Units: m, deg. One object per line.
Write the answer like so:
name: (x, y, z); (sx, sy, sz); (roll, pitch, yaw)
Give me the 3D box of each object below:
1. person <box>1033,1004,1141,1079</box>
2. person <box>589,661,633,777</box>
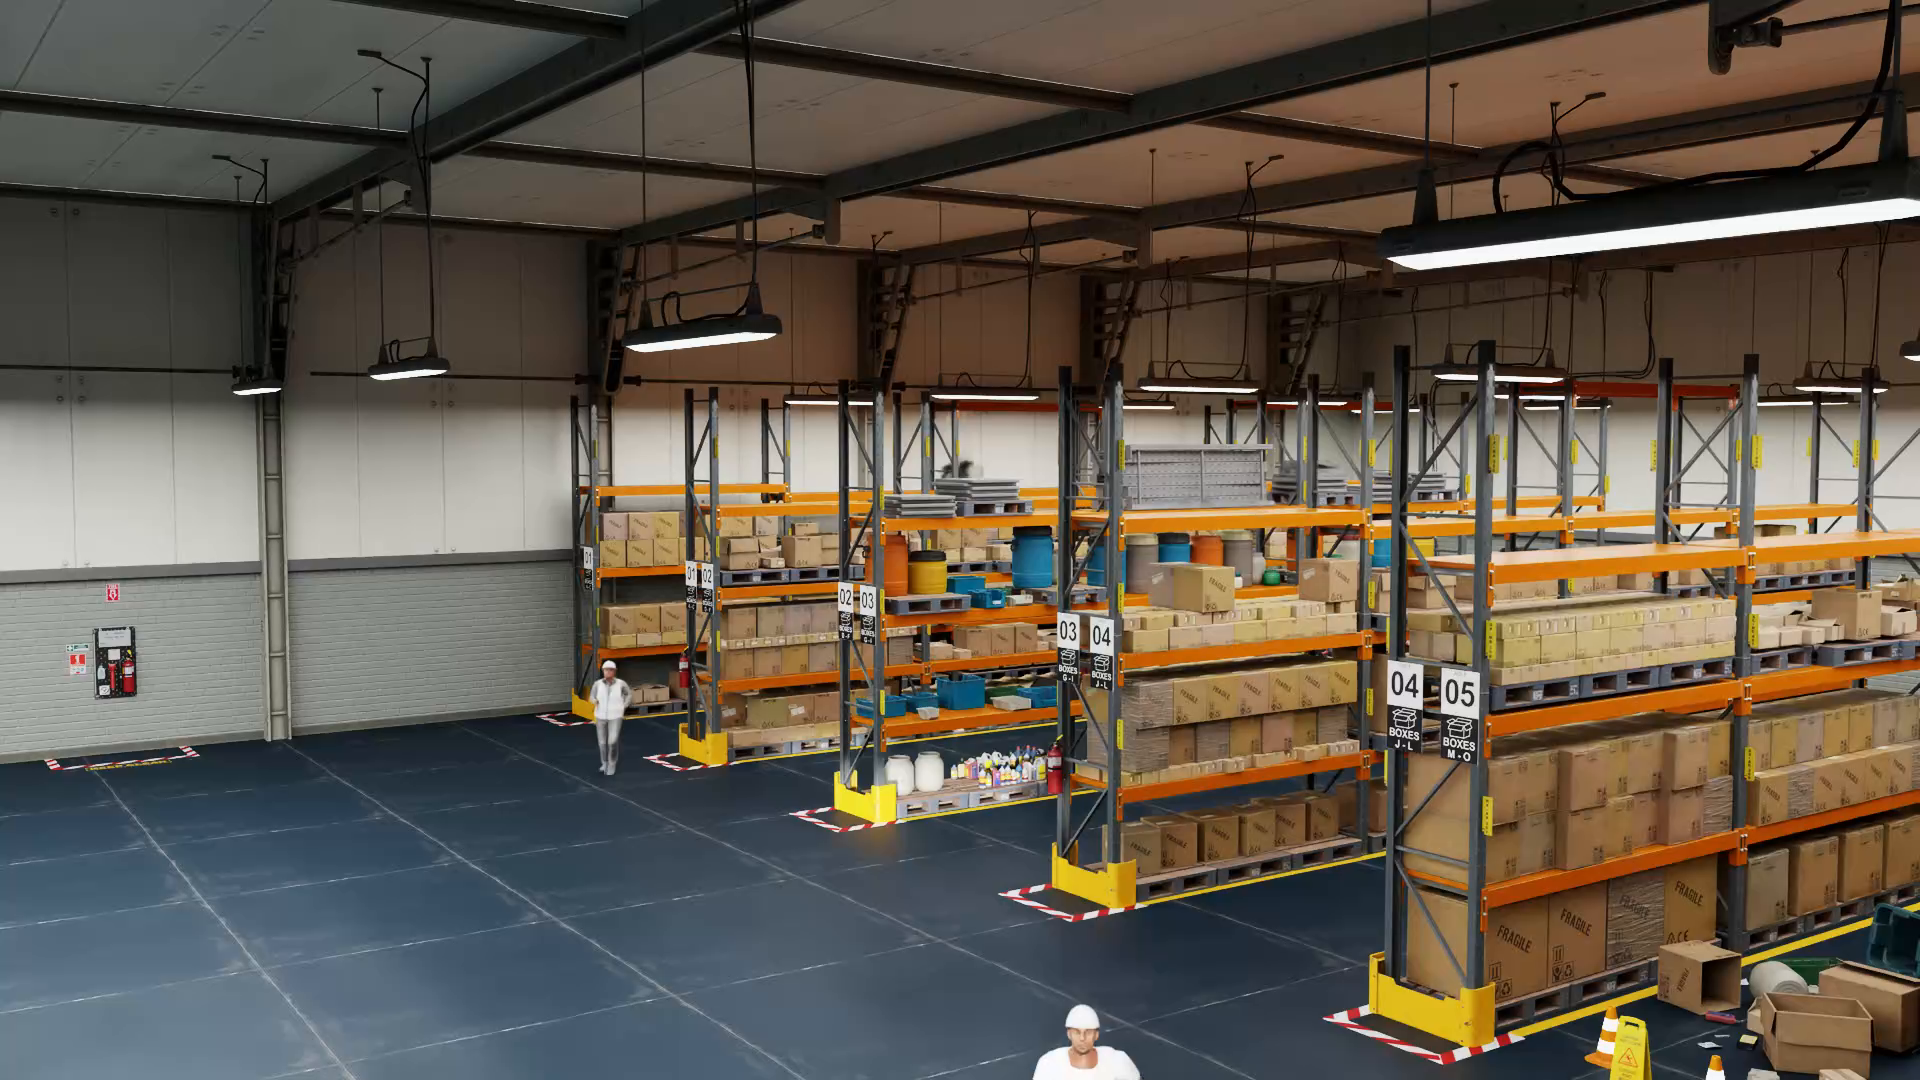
person: (0.744, 3.691, 9.967); (0.676, 1.782, 0.661); (1, 3, 9)
person: (-5.398, 2.744, 25.606); (0.629, 1.780, 0.709); (0, 3, 1)
